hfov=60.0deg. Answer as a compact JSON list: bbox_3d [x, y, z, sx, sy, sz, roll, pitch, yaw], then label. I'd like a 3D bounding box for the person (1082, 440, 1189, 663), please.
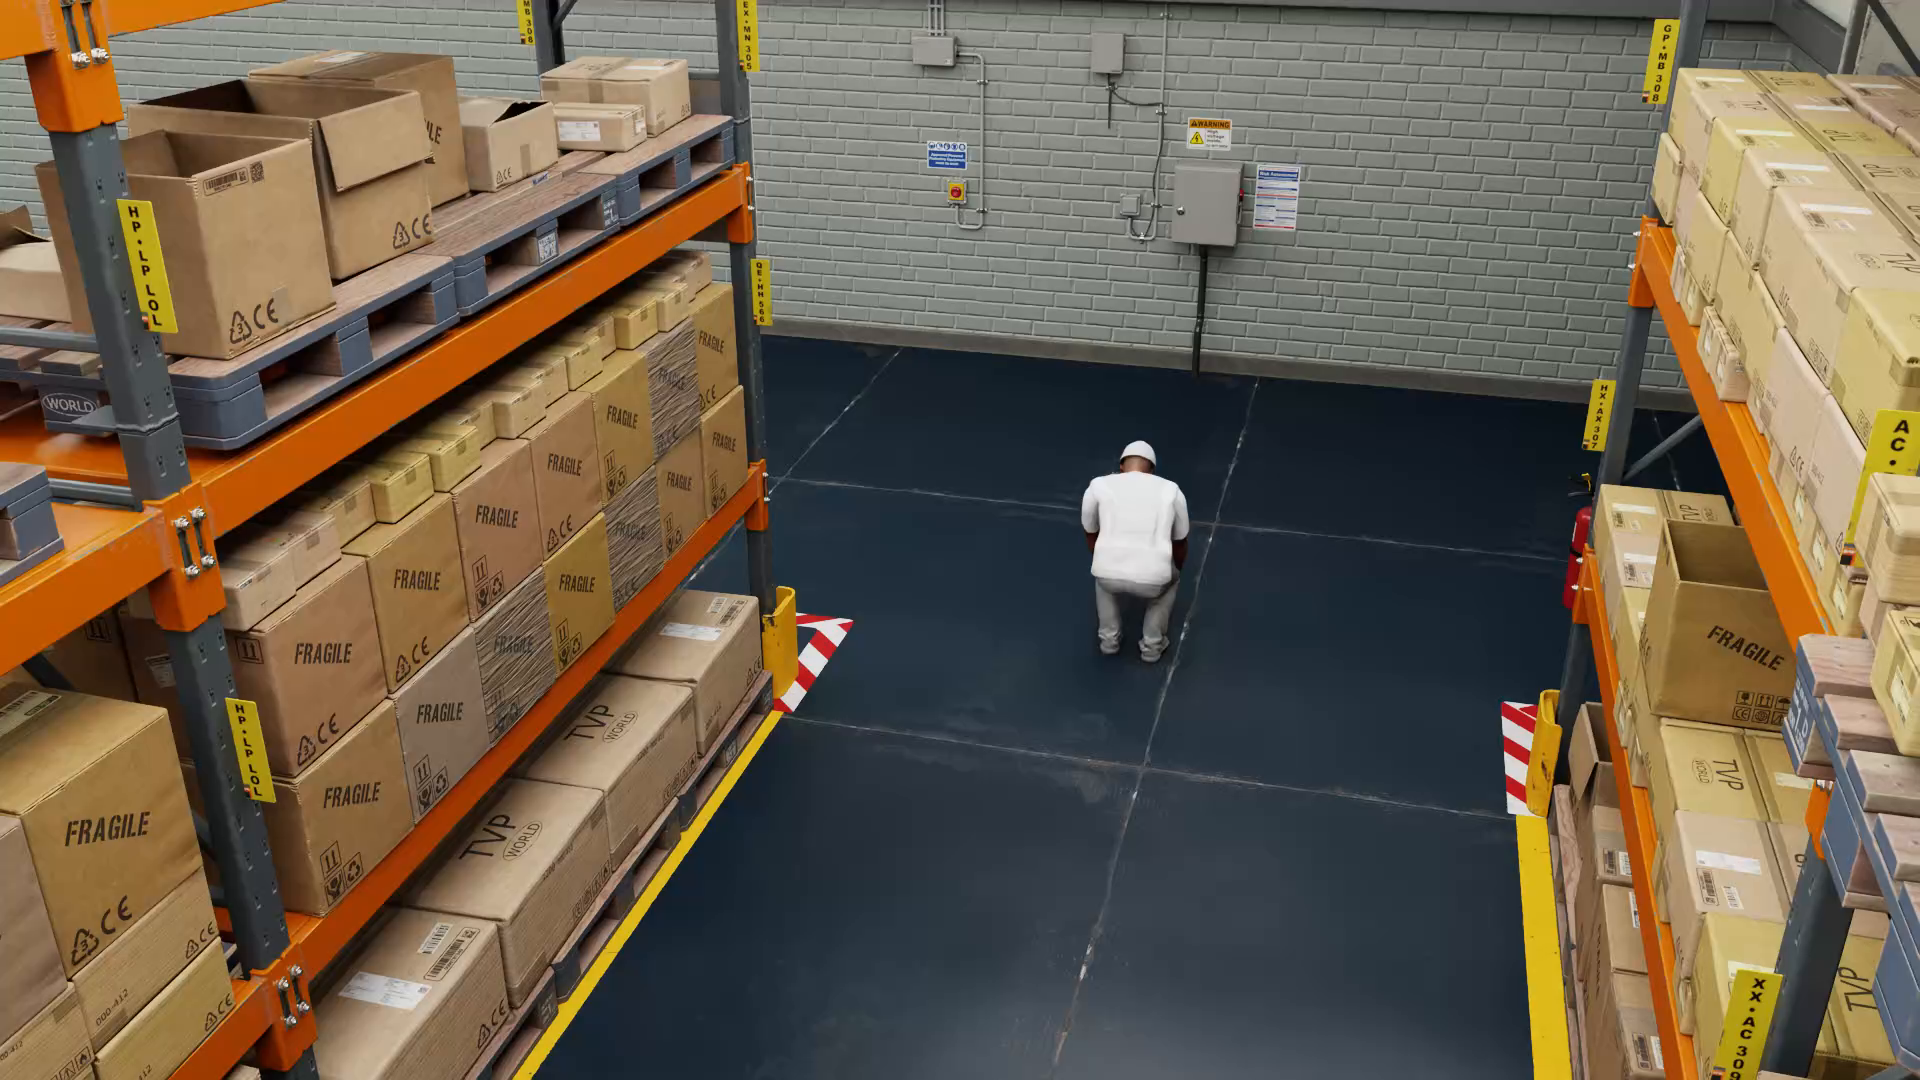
[{"bbox_3d":[0.942,0.072,9.226,0.599,1.091,0.867,6,26,13],"label":"person"}]
